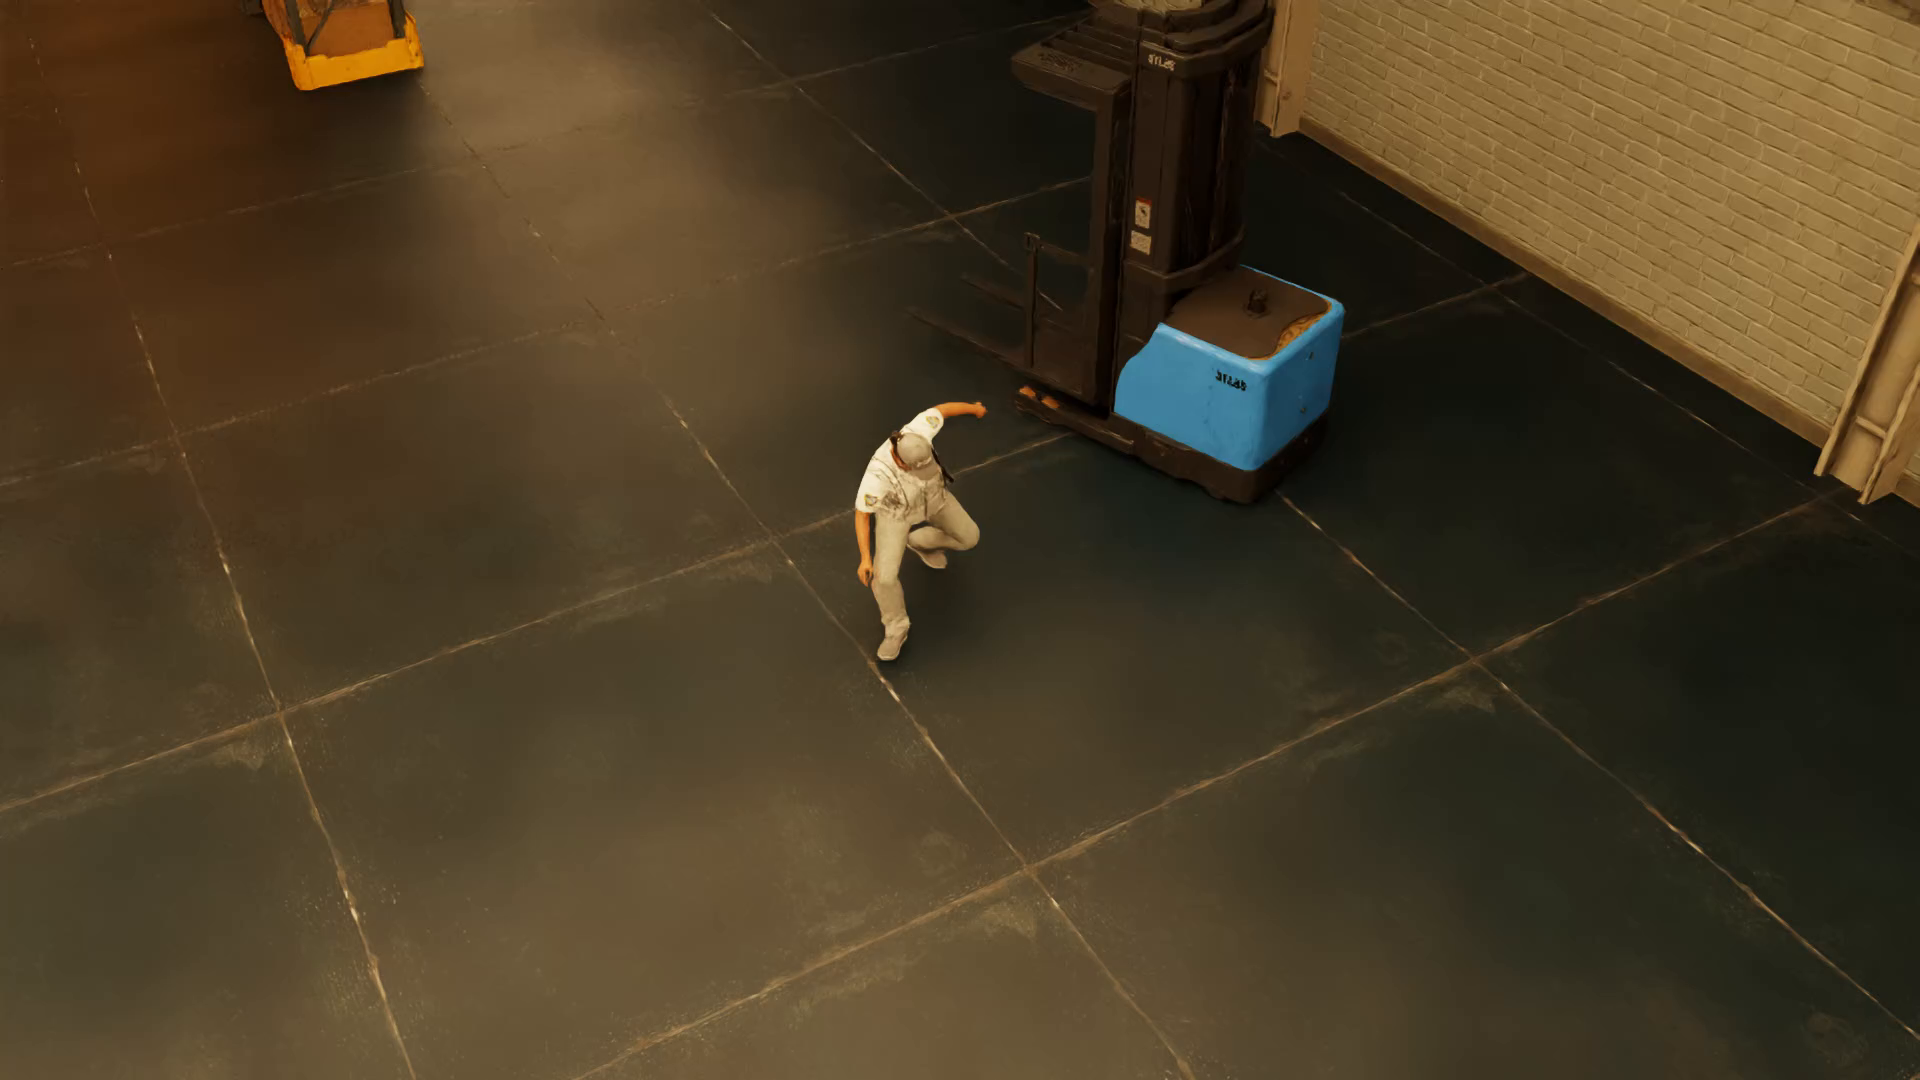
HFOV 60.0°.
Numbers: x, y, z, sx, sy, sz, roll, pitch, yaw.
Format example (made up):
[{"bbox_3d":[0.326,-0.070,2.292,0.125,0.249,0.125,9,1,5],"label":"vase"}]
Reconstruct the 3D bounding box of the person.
[{"bbox_3d":[-0.210,-0.182,9.450,1.098,1.405,0.703,-24,45,-26],"label":"person"}]

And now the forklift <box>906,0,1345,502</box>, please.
[{"bbox_3d":[0.983,-2.159,10.639,3.031,2.935,1.130,28,47,30],"label":"forklift"}]
